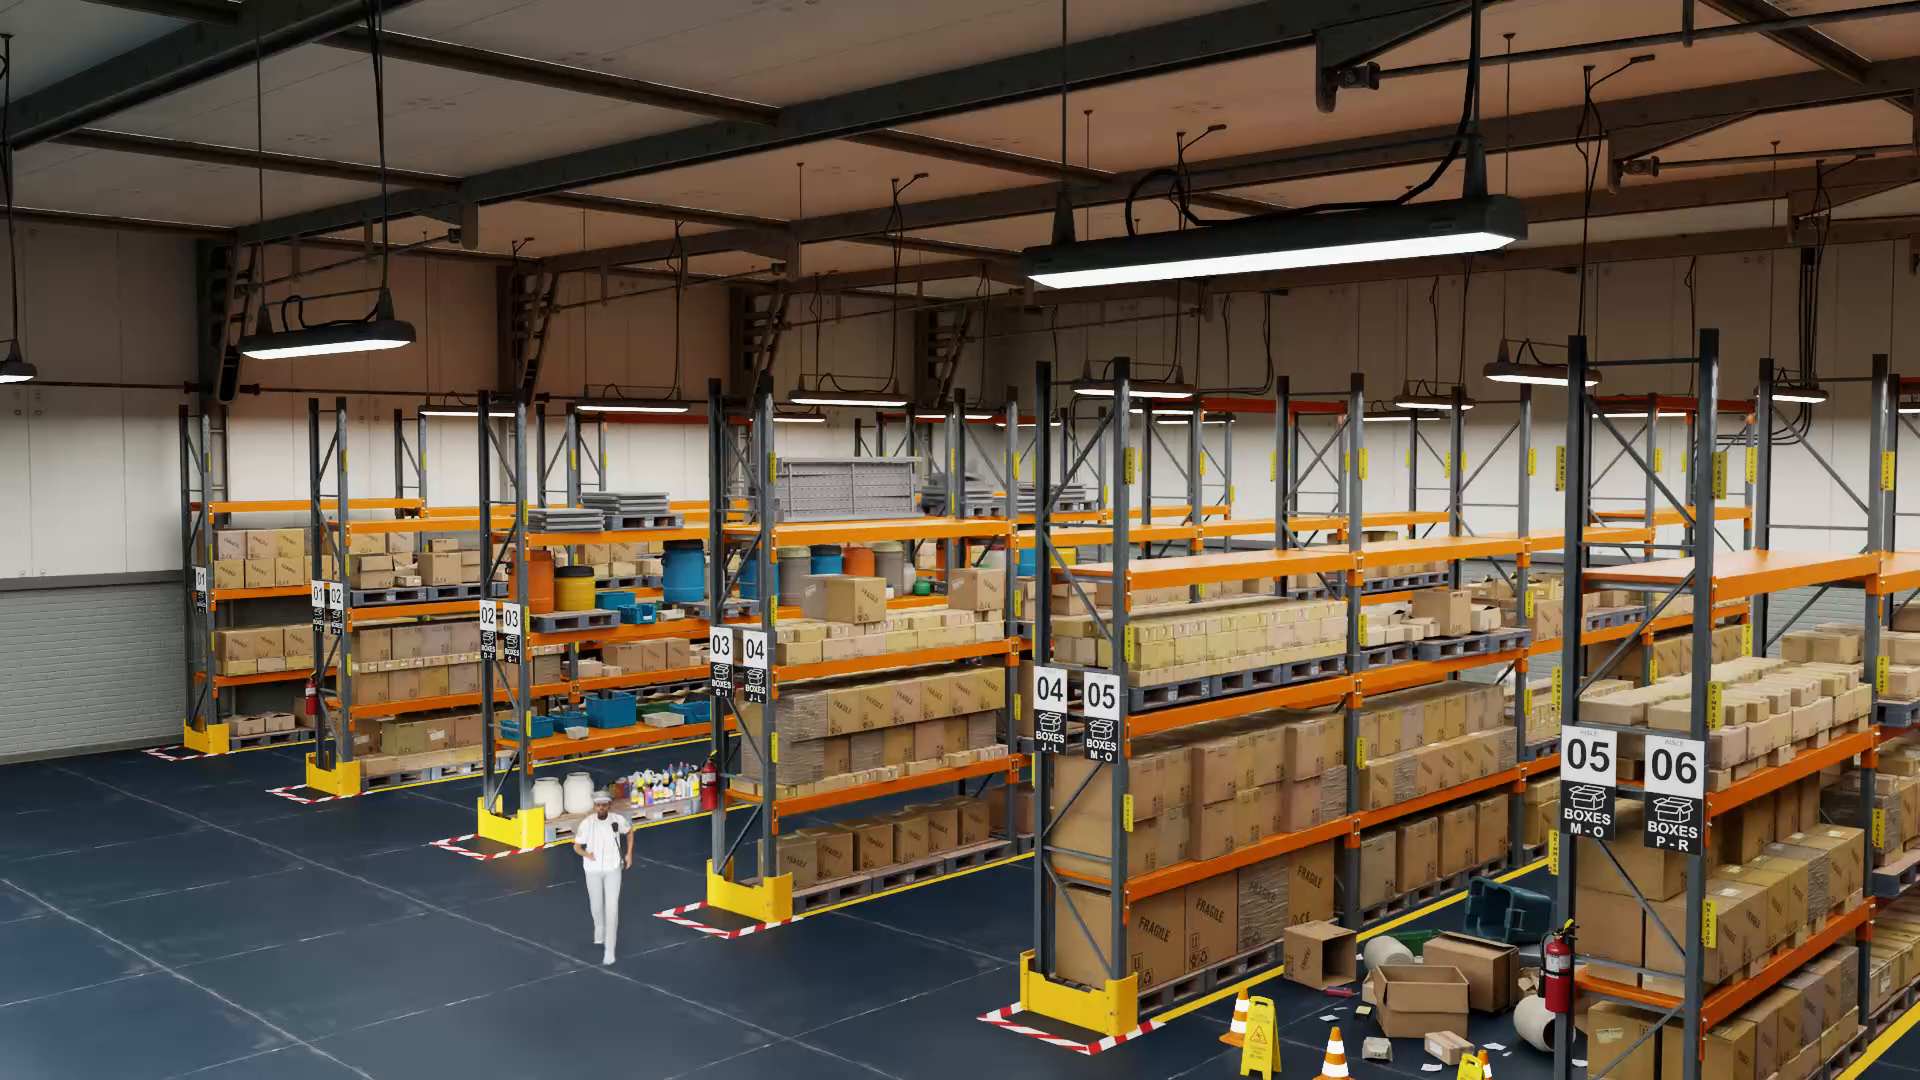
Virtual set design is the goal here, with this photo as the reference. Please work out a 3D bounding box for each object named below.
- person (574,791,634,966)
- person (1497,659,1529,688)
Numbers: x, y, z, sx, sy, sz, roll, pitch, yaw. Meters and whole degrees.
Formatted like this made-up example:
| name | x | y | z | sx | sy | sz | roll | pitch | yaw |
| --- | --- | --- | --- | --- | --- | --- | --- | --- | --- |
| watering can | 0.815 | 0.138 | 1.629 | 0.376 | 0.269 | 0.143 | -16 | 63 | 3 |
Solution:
| name | x | y | z | sx | sy | sz | roll | pitch | yaw |
| --- | --- | --- | --- | --- | --- | --- | --- | --- | --- |
| person | -3.662 | 3.420 | 17.103 | 0.594 | 1.754 | 0.843 | 0 | 3 | -9 |
| person | 9.785 | 2.800 | 29.355 | 0.623 | 1.623 | 0.556 | 0 | 3 | 6 |
